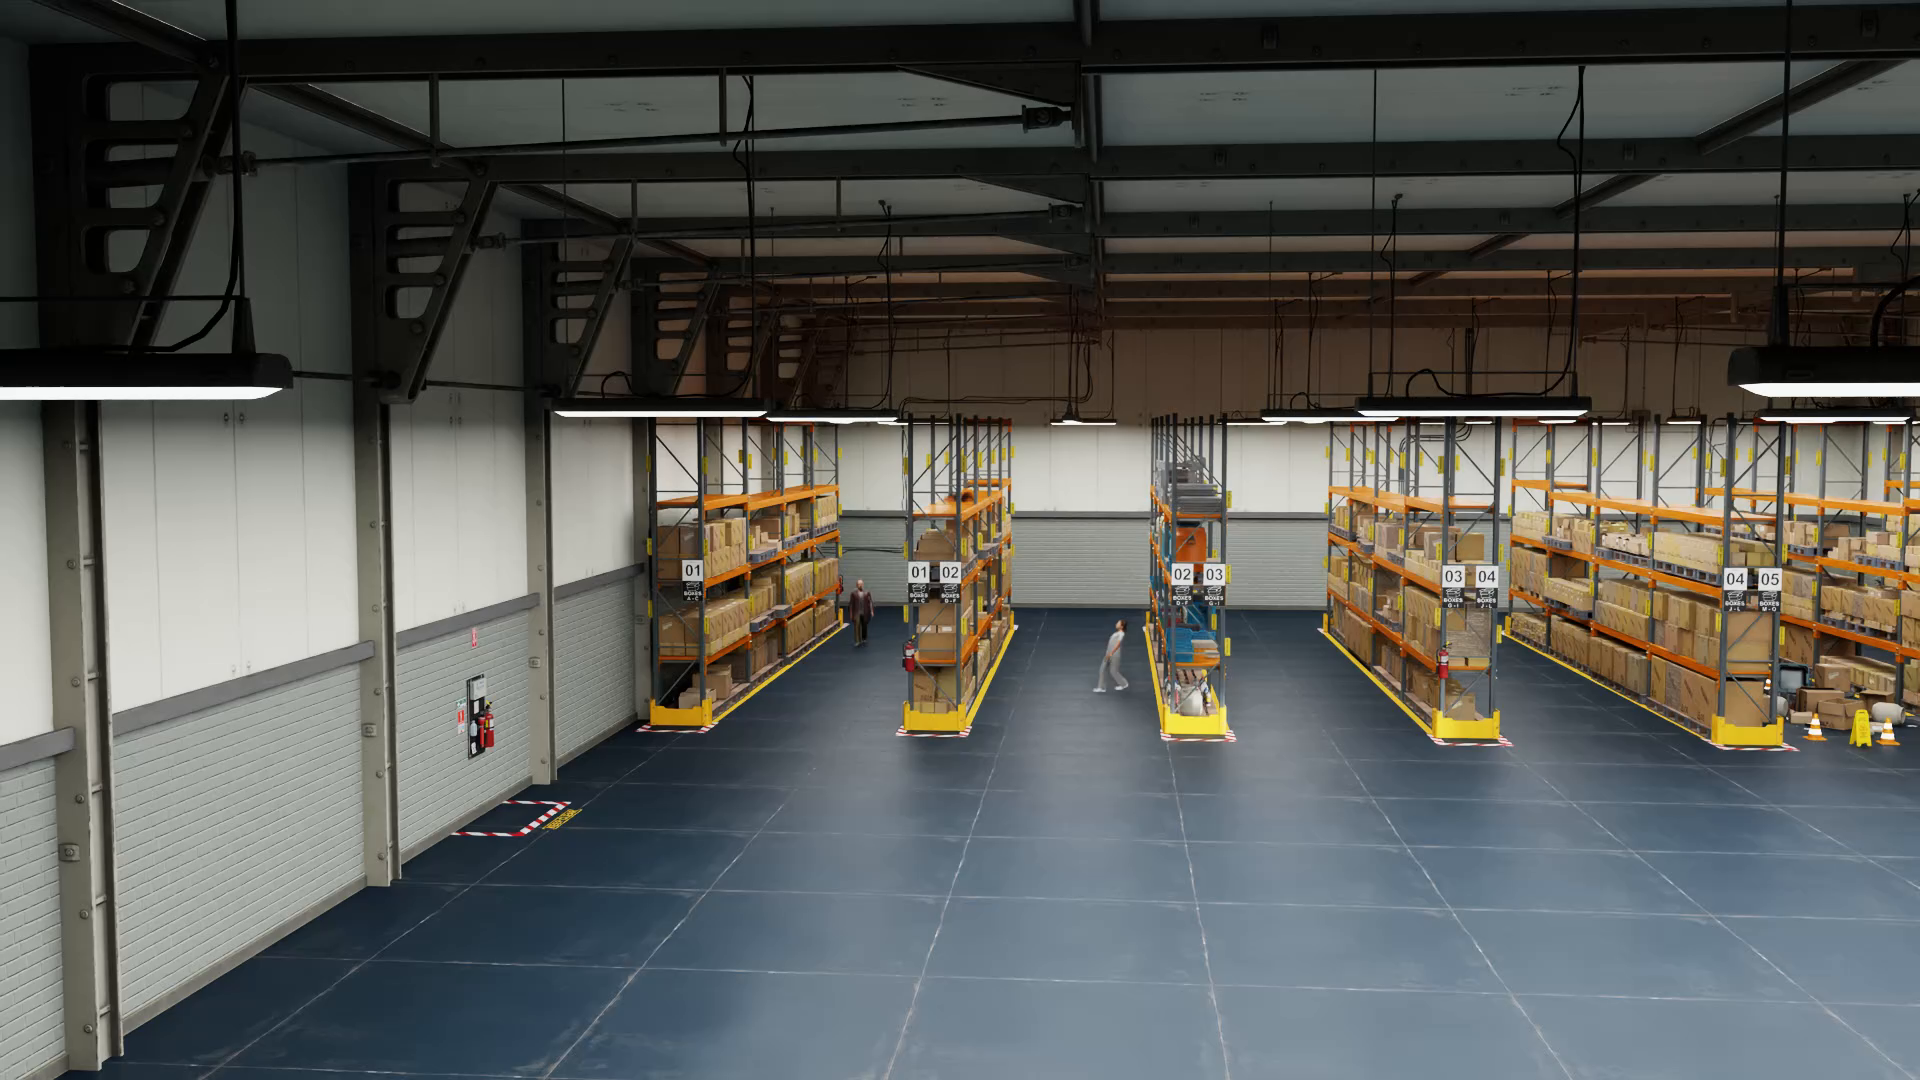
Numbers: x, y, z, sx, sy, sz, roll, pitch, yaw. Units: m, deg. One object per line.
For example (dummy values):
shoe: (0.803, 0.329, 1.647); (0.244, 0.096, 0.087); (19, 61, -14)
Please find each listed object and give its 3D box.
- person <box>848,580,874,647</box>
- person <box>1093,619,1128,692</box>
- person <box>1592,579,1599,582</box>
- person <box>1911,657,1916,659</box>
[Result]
person: (-2.591, 1.918, 43.542); (0.681, 1.725, 1.129); (0, 4, -3)
person: (3.303, 2.506, 35.901); (0.789, 1.598, 0.524); (-2, 4, -28)
person: (17.736, 1.818, 46.400); (0.914, 1.547, 0.518); (2, 4, 29)
person: (21.809, 2.363, 37.865); (0.374, 1.654, 0.563); (3, 5, 38)
